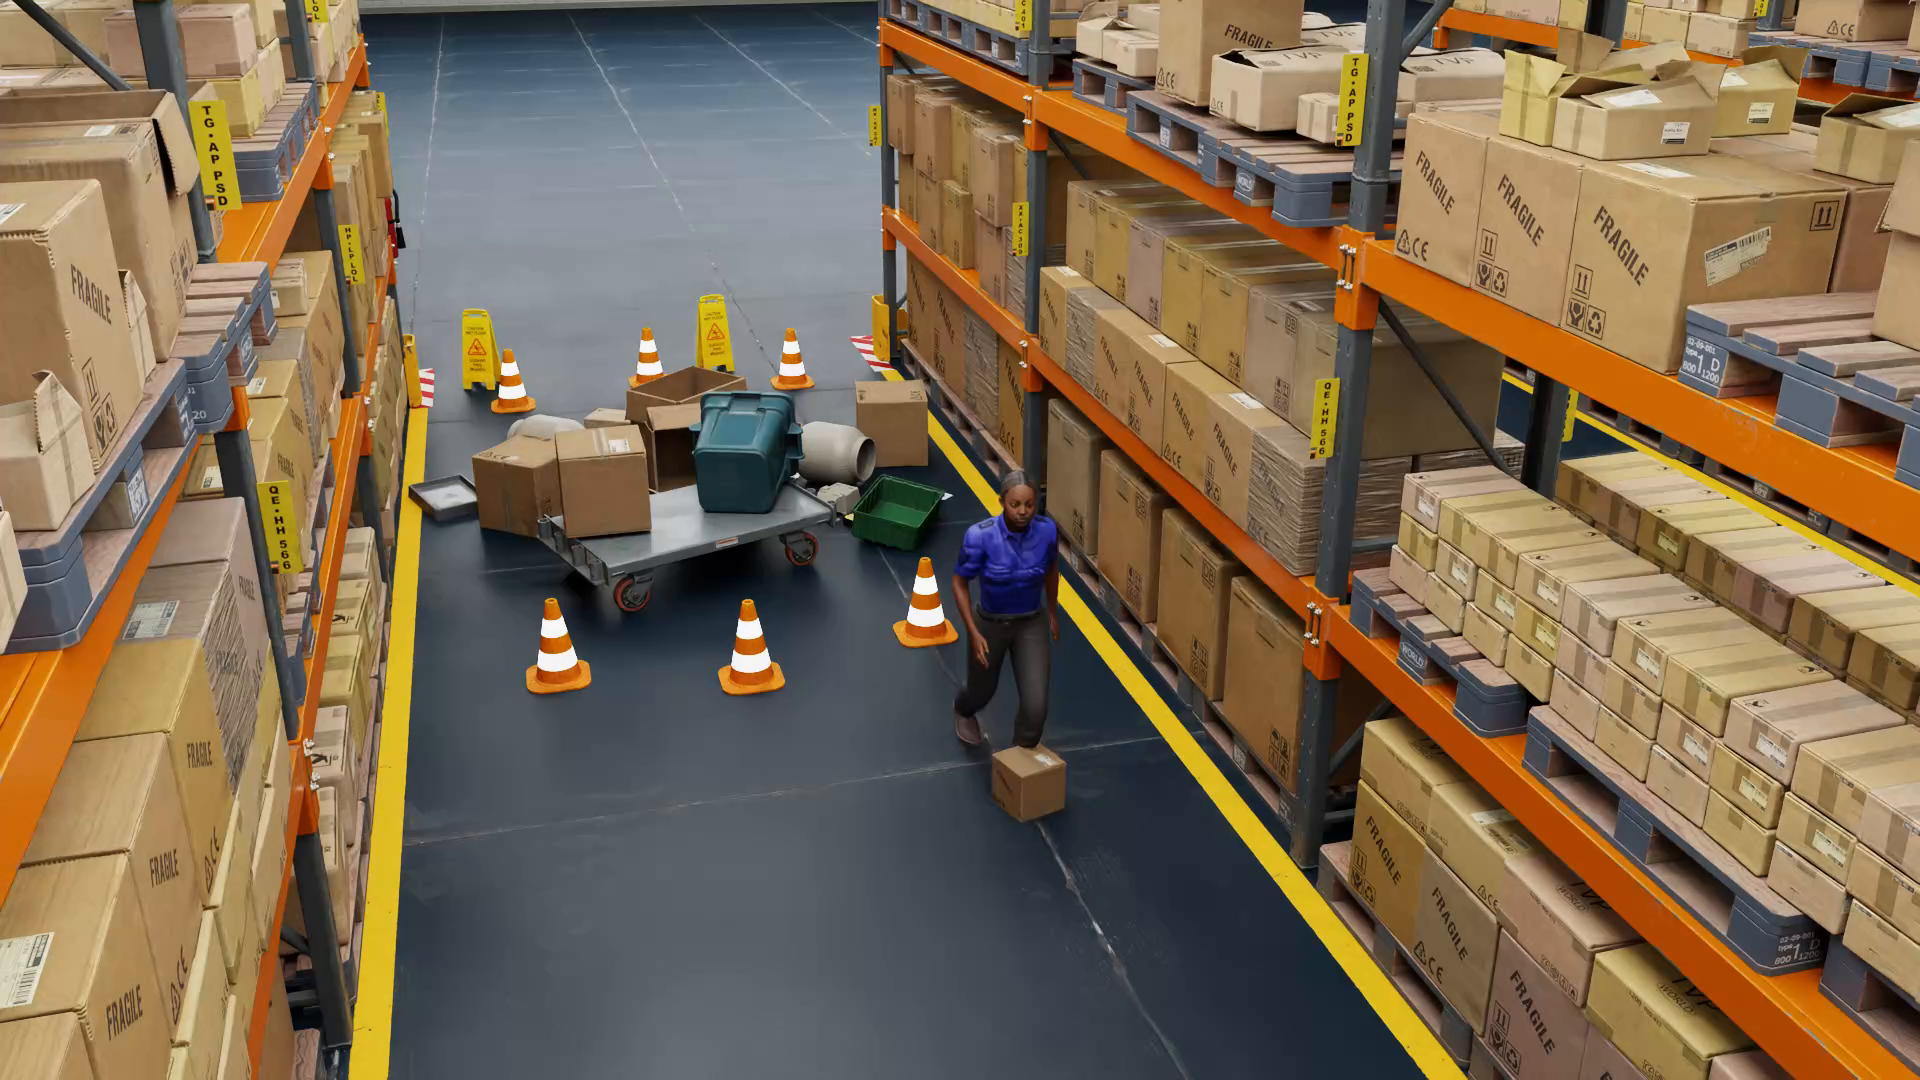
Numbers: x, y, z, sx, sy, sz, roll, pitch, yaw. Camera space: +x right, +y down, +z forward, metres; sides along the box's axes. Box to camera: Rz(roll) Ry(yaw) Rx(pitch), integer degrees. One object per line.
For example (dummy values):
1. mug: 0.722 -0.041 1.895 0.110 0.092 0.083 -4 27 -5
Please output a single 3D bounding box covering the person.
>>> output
1. person: 0.198 0.359 7.799 0.520 1.602 0.760 -3 23 -7
